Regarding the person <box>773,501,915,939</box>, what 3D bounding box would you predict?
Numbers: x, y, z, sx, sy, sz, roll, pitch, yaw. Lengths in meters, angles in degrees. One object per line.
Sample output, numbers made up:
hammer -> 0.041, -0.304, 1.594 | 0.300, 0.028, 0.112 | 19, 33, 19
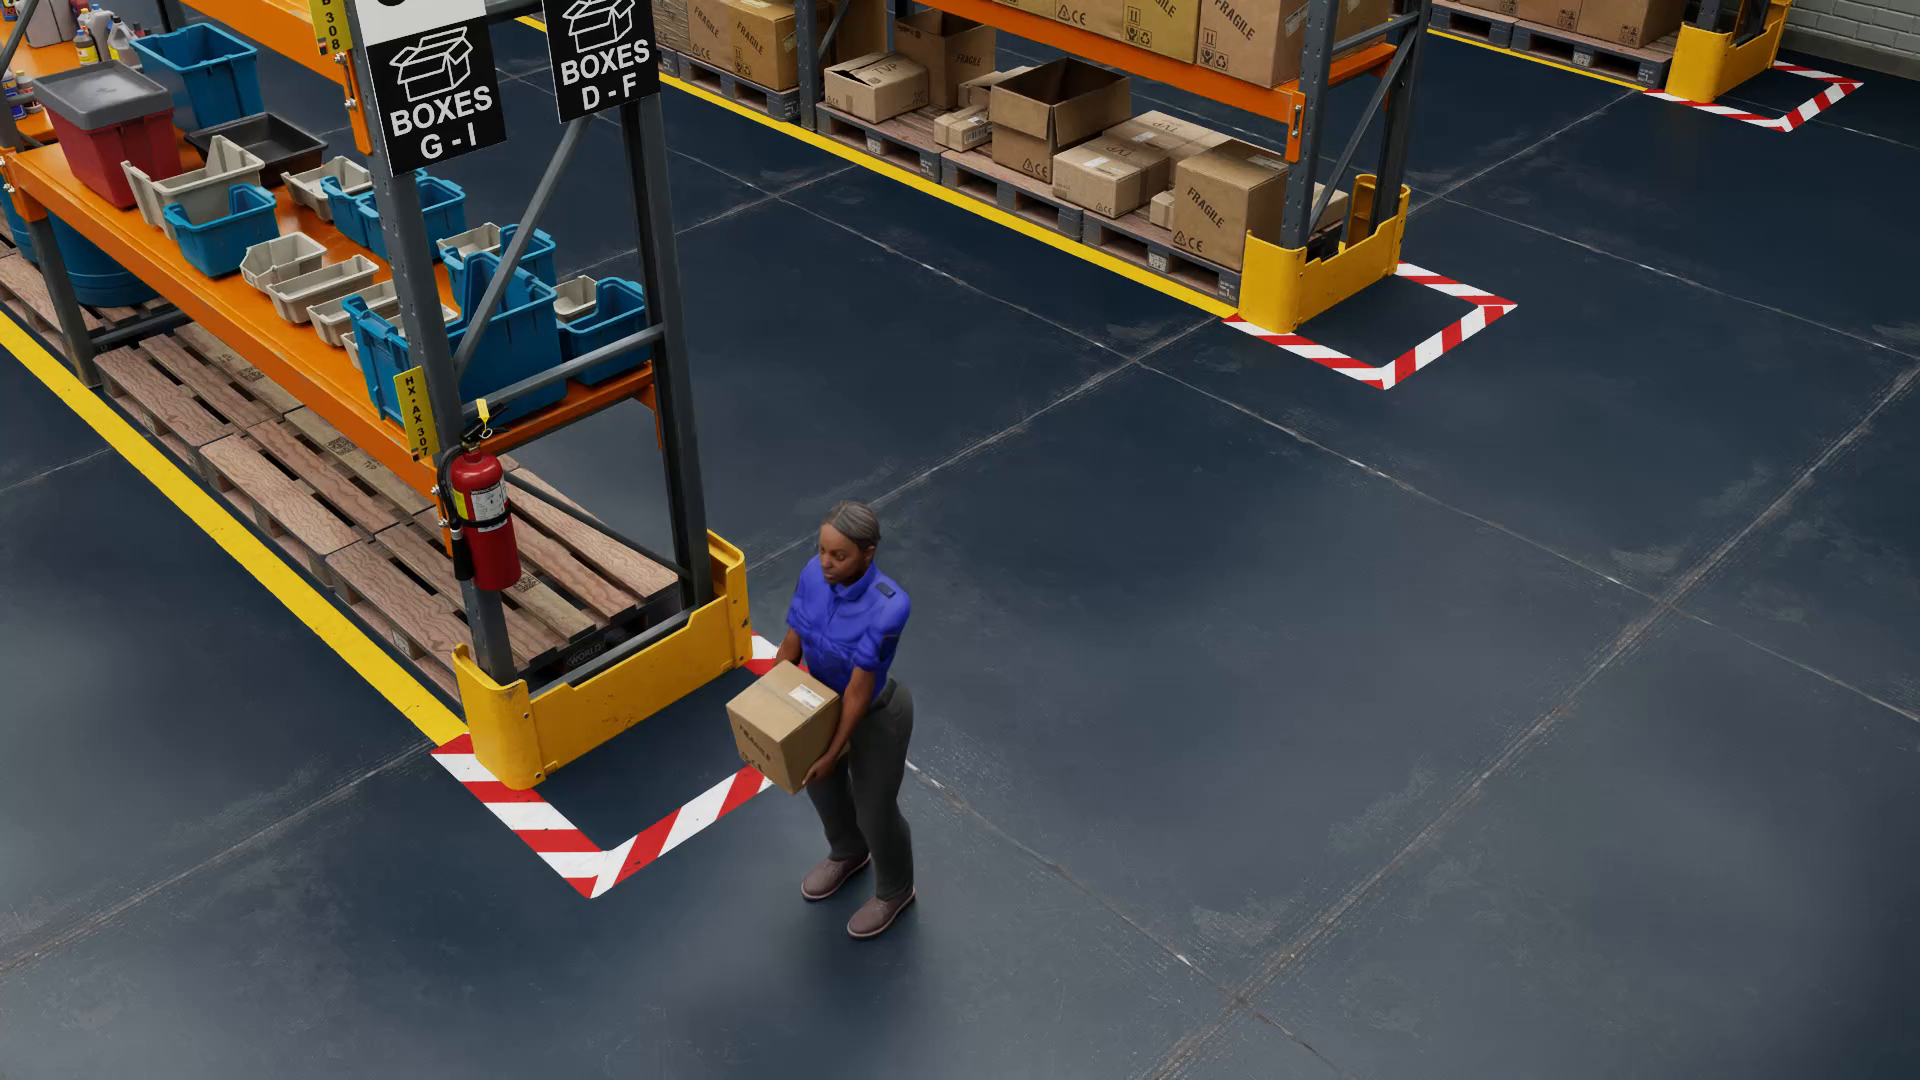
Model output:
person -> -0.393, 0.607, 5.315 | 0.412, 1.656, 0.510 | 29, 45, 34
